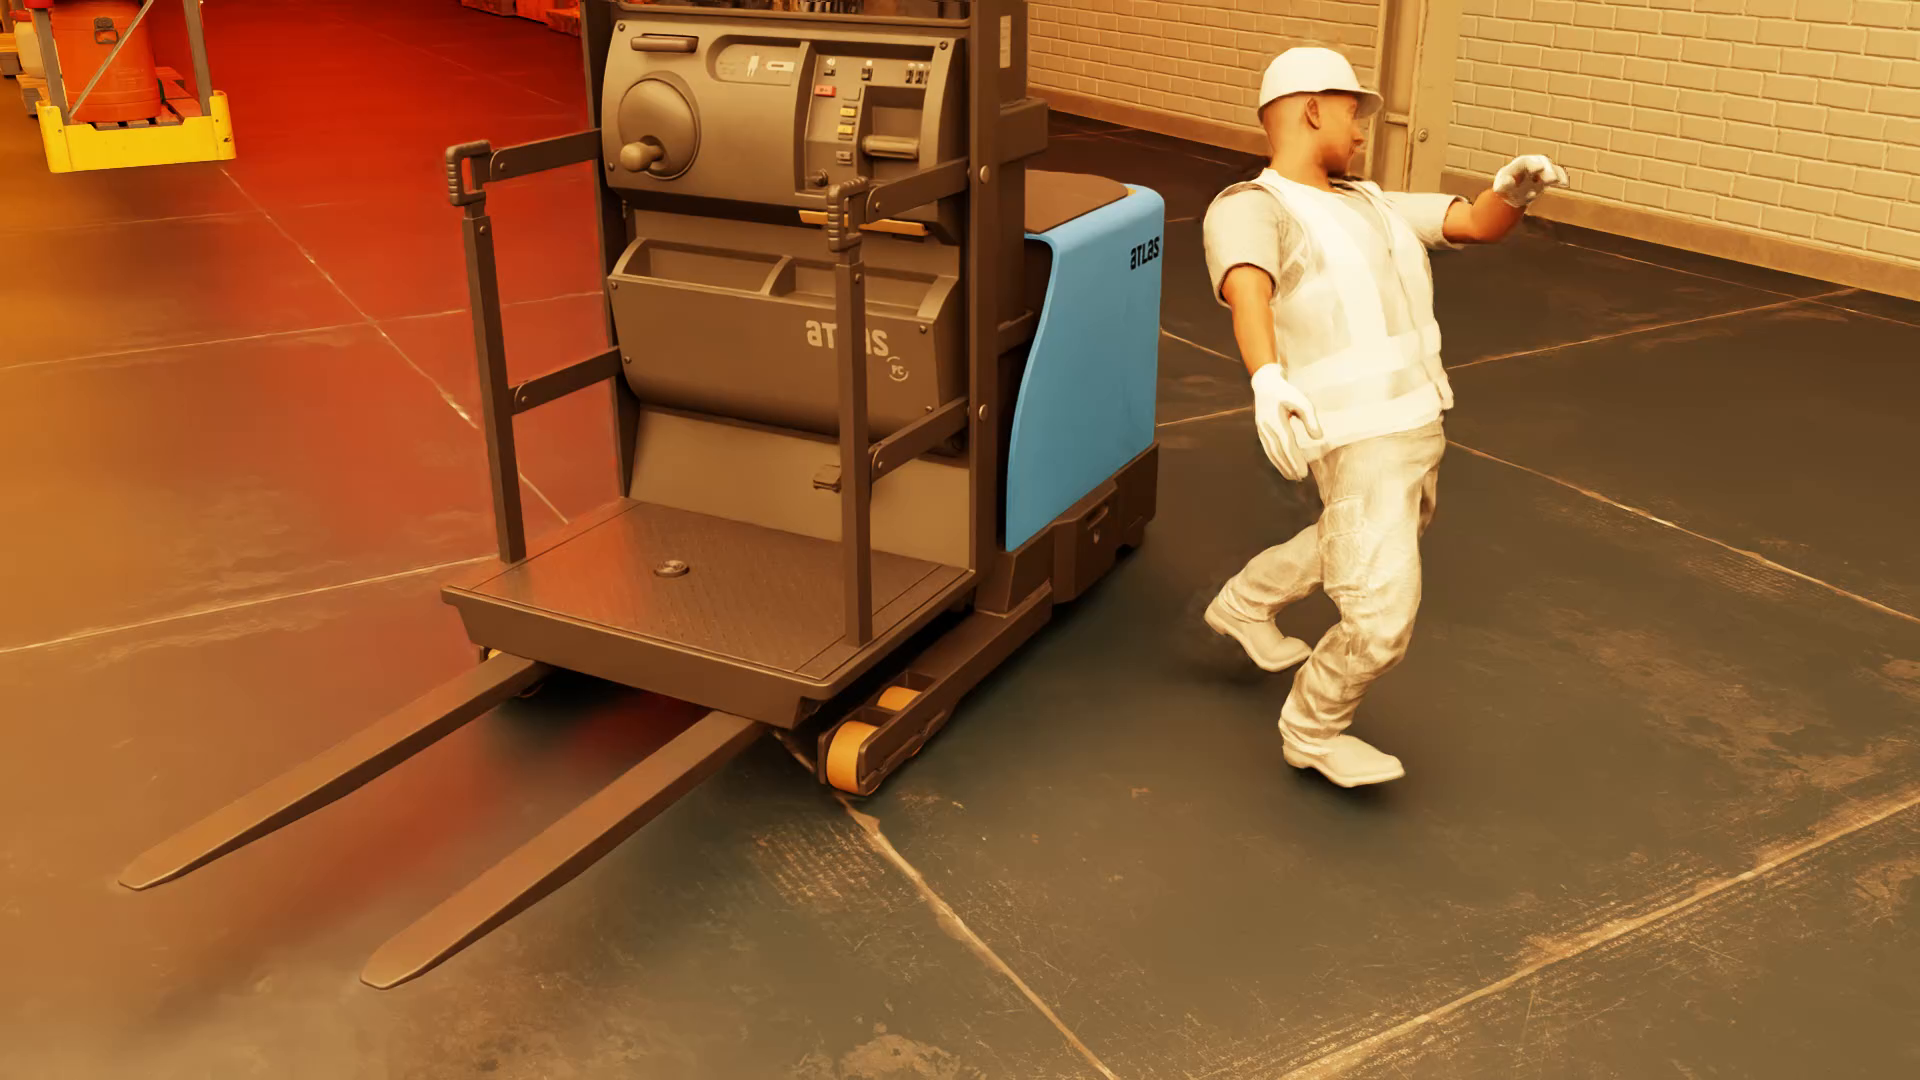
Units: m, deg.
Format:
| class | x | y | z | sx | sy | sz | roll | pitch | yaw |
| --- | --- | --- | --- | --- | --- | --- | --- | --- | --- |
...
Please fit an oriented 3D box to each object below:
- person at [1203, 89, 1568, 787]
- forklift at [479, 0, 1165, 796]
| class | x | y | z | sx | sy | sz | roll | pitch | yaw |
| --- | --- | --- | --- | --- | --- | --- | --- | --- | --- |
| person | 0.797 | -0.206 | 3.558 | 0.806 | 1.507 | 0.985 | 12 | 25 | 27 |
| forklift | -0.533 | -0.976 | 3.652 | 1.130 | 2.935 | 3.031 | 11 | 25 | 26 |
